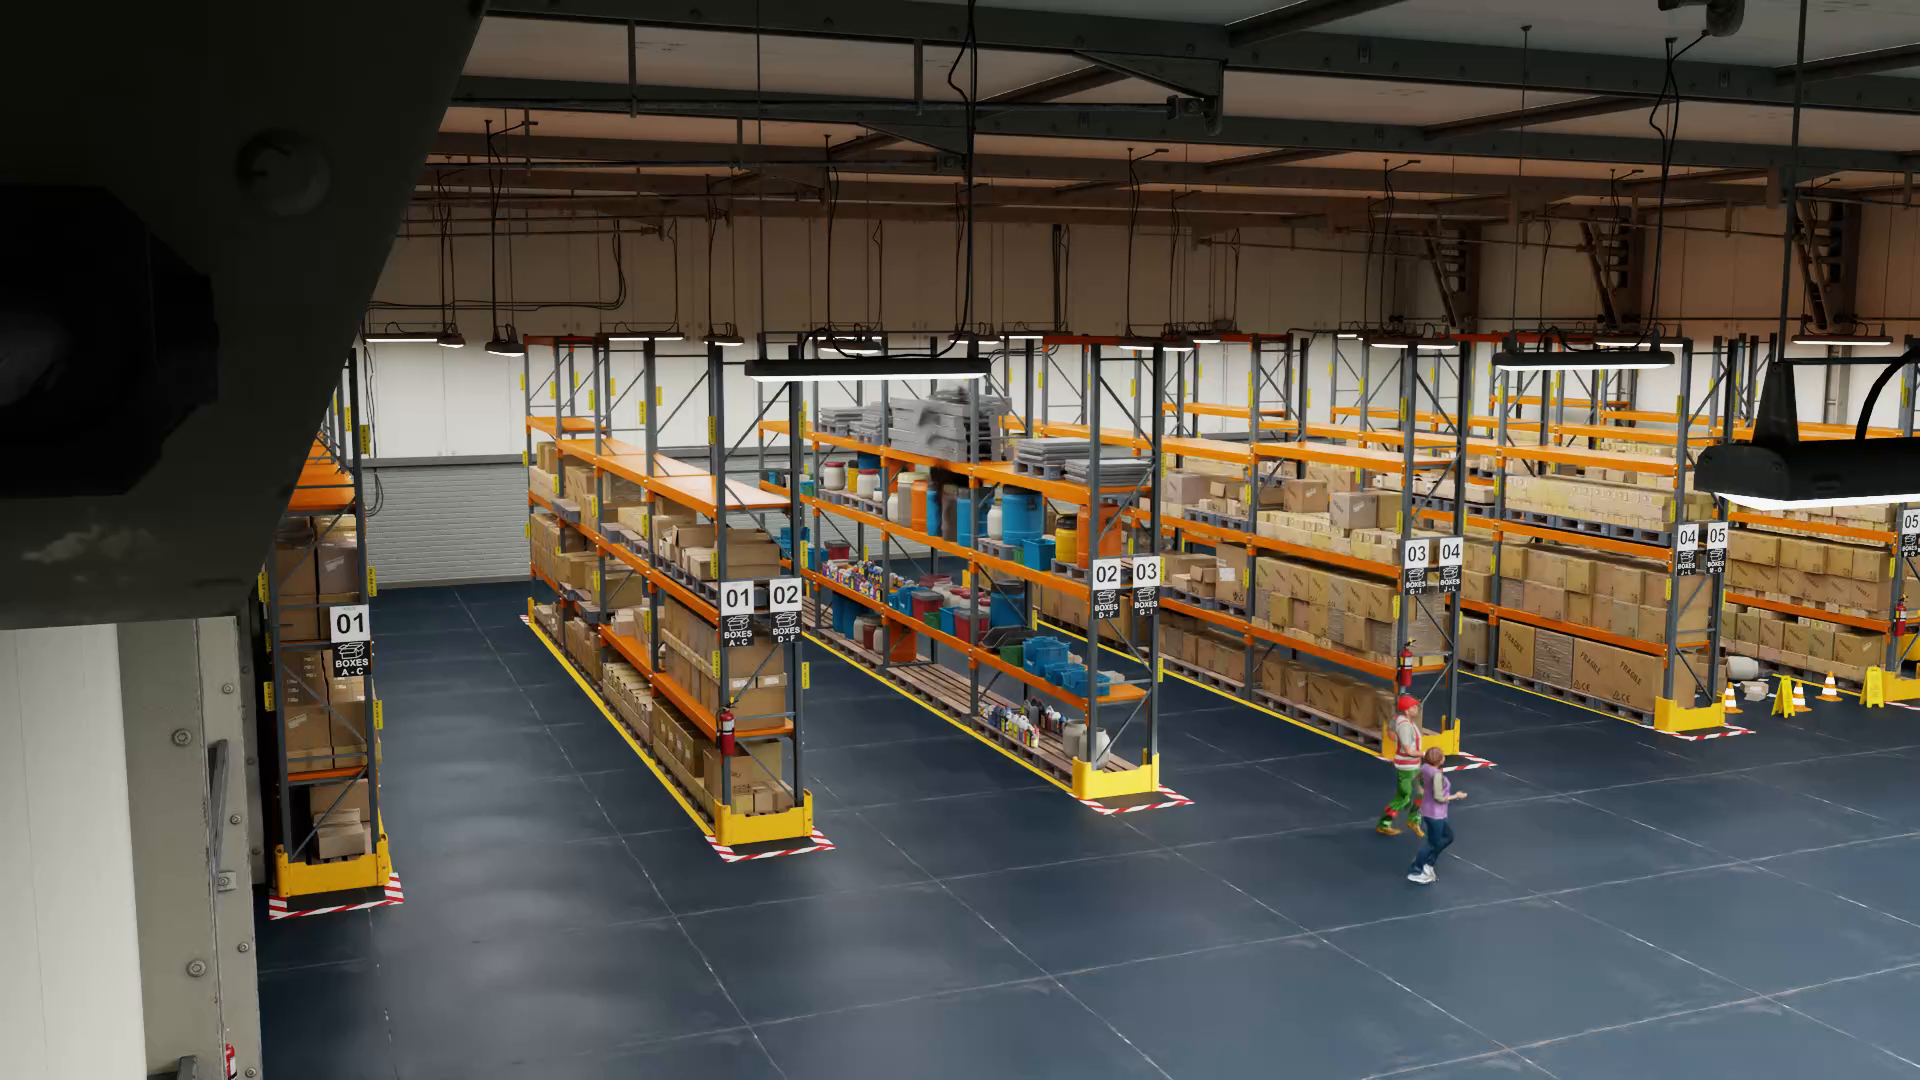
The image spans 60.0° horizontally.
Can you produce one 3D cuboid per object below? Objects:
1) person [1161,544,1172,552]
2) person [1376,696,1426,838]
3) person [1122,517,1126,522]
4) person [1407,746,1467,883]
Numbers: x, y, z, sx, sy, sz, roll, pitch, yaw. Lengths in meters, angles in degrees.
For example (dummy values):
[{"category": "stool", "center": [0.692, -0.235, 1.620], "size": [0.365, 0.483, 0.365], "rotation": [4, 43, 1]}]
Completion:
[{"category": "person", "center": [4.300, 0.906, 34.612], "size": [0.626, 1.661, 0.833], "rotation": [-4, 8, -26]}, {"category": "person", "center": [5.474, 2.771, 20.300], "size": [0.720, 1.788, 0.664], "rotation": [2, 8, 17]}, {"category": "person", "center": [3.704, 0.256, 39.802], "size": [0.649, 1.648, 0.752], "rotation": [0, 8, -2]}, {"category": "person", "center": [5.338, 3.077, 18.616], "size": [0.615, 1.582, 0.519], "rotation": [1, 8, 4]}]
